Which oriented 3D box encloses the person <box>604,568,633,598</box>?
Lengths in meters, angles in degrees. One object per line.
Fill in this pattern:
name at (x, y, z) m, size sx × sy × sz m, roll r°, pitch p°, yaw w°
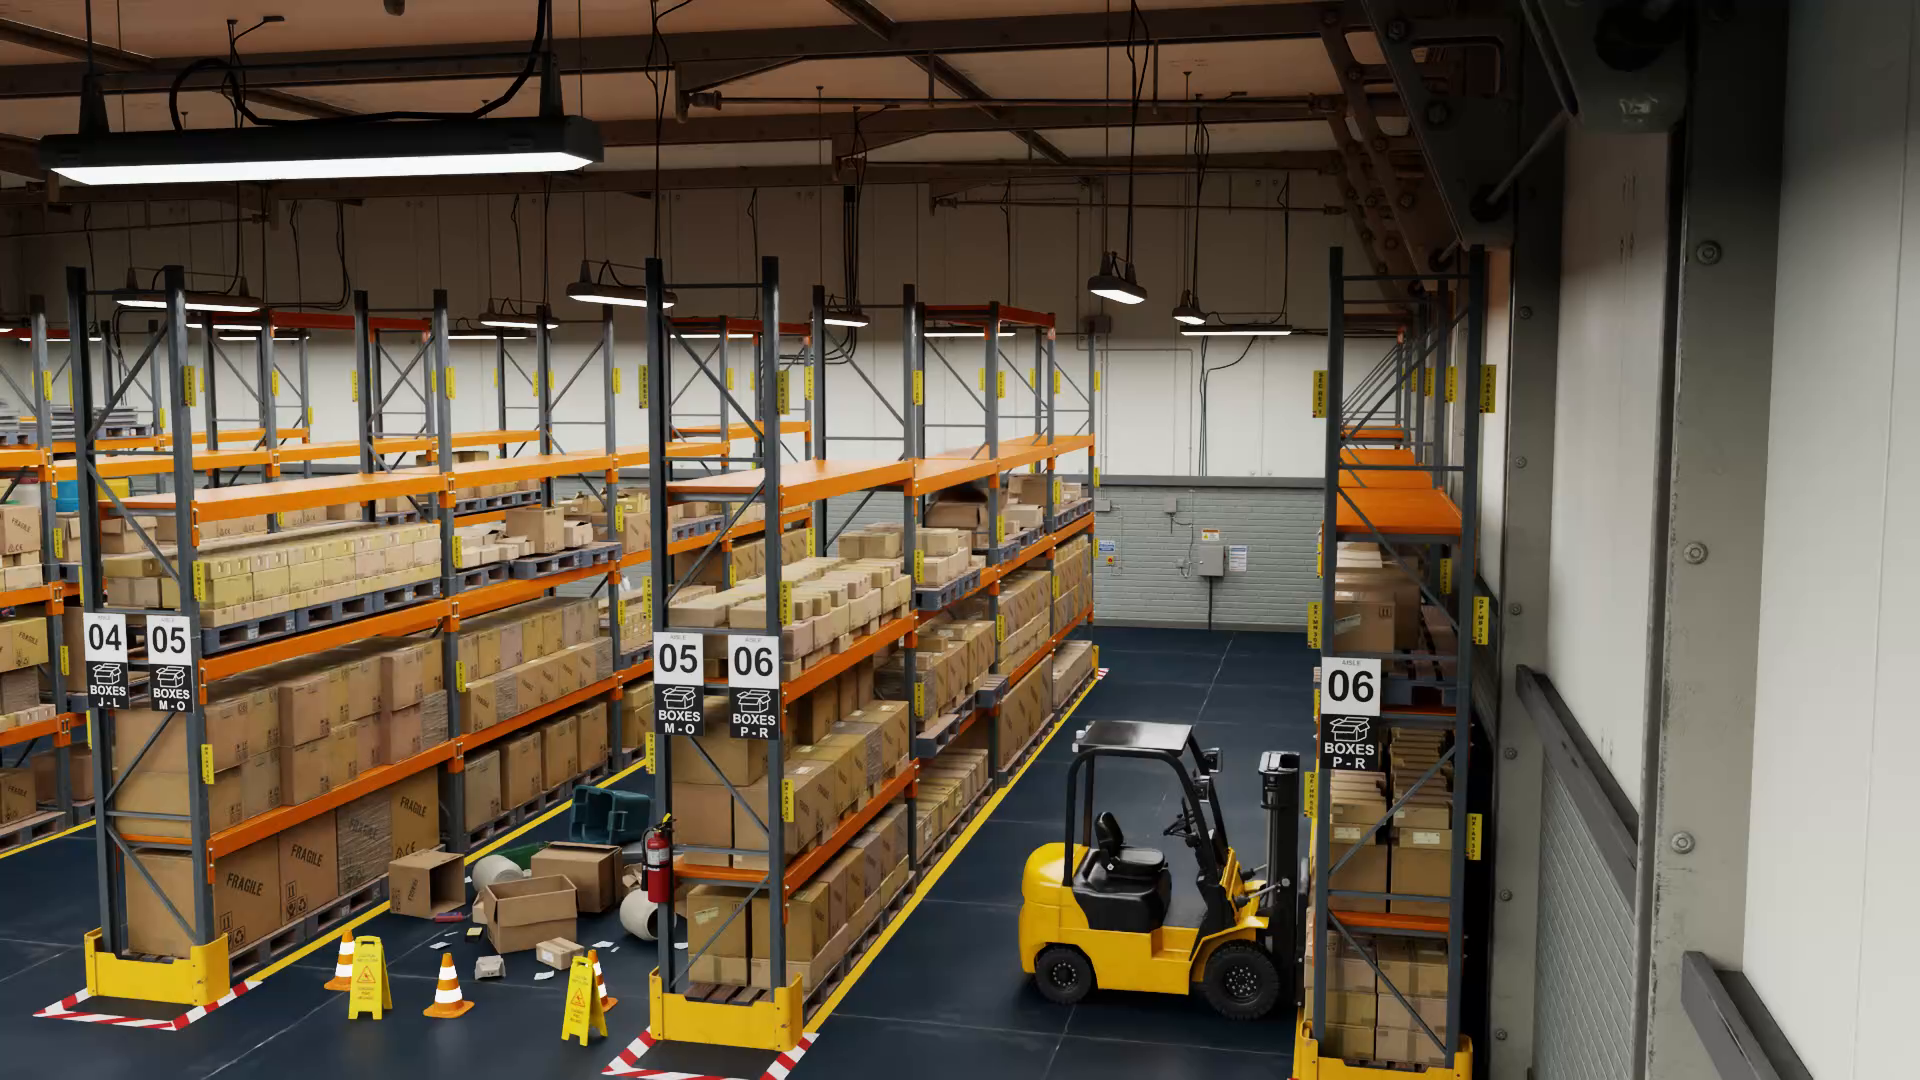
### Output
person at (-6.204, 1.220, 30.757) m, size 0.779 × 1.693 × 0.555 m, roll -6°, pitch 8°, yaw -44°
